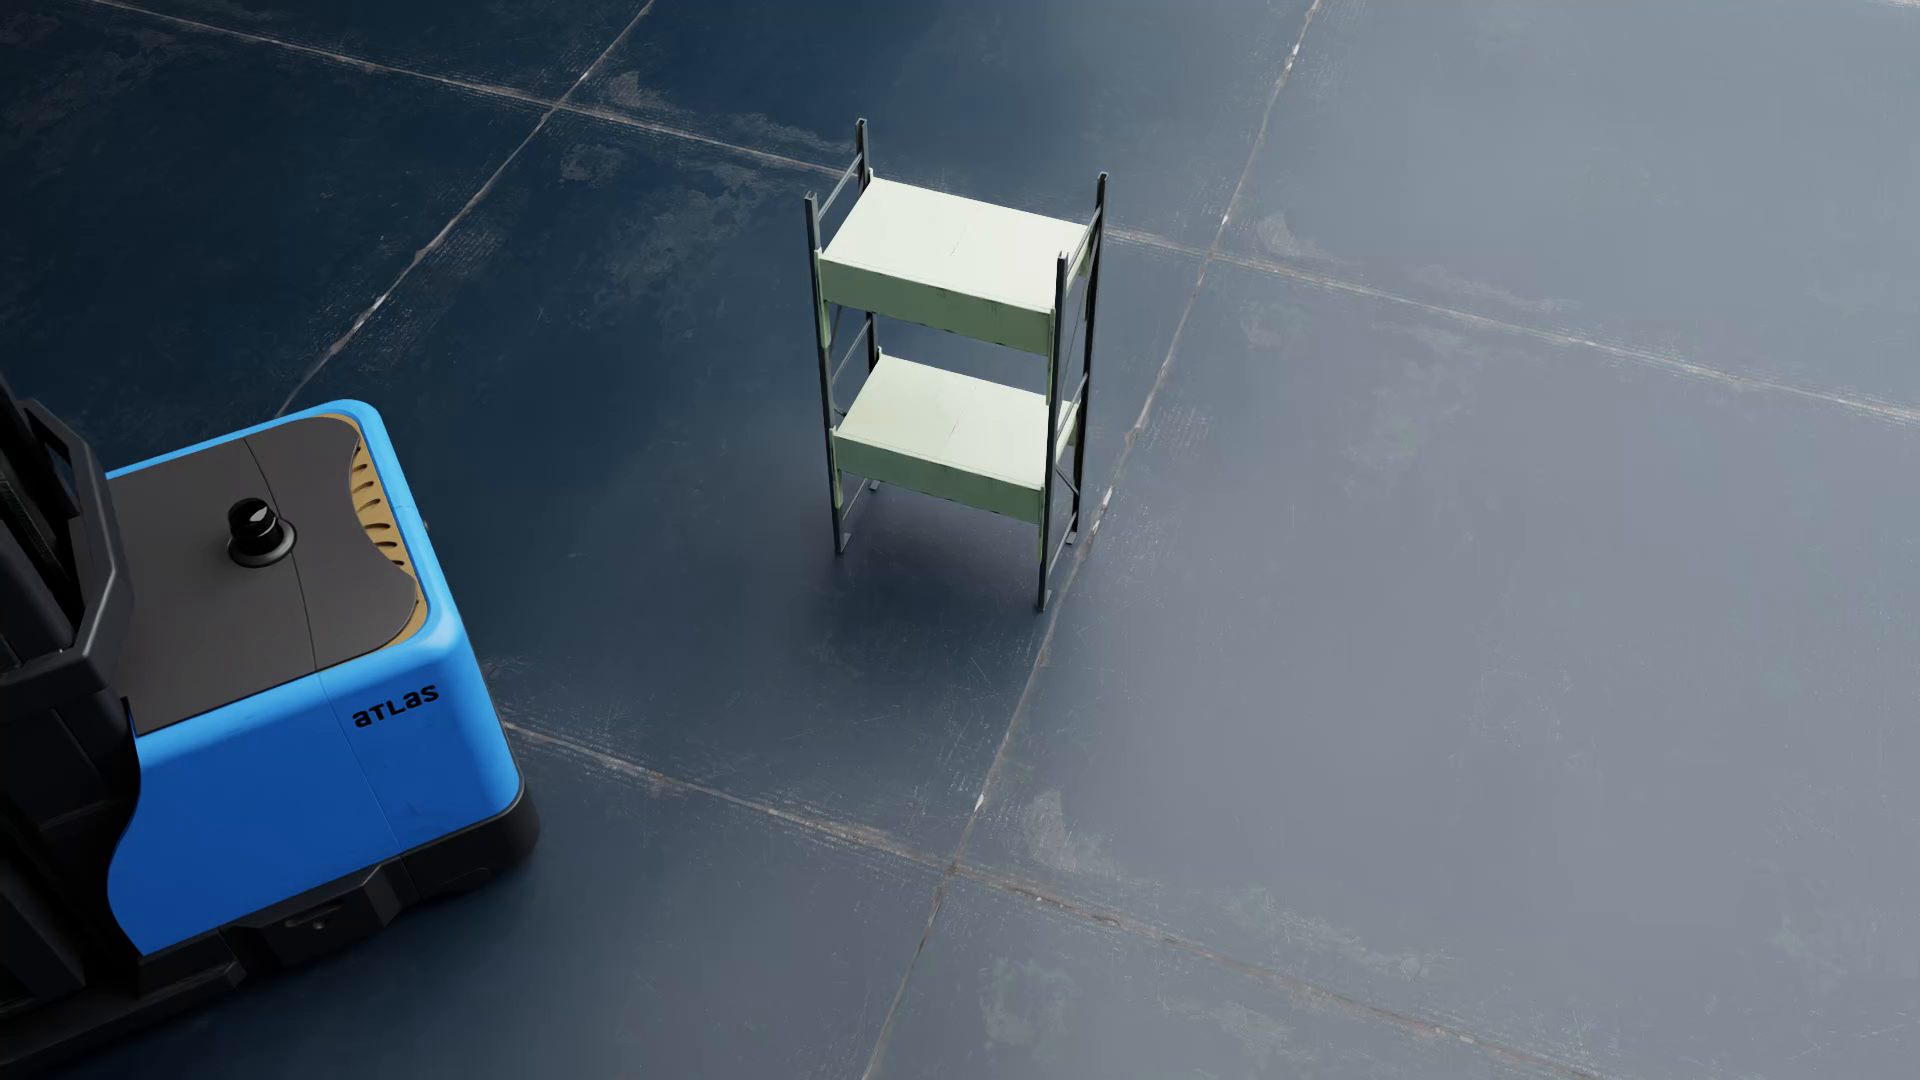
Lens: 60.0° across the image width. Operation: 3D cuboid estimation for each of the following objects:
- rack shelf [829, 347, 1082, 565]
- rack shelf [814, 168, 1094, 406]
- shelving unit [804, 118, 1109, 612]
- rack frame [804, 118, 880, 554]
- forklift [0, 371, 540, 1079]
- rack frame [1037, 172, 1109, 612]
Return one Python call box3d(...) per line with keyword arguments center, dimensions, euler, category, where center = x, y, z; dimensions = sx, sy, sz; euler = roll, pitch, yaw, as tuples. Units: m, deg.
box3d(center=(-0.006, -0.279, 5.431), dimensions=(0.720, 0.370, 0.431), euler=(16, 51, 13), category="rack shelf")
box3d(center=(-0.006, -0.749, 4.890), dimensions=(0.720, 0.370, 0.431), euler=(16, 51, 13), category="rack shelf")
box3d(center=(-0.006, -0.493, 5.185), dimensions=(0.755, 1.500, 0.431), euler=(16, 51, 13), category="shelving unit")
box3d(center=(-0.350, -0.589, 5.268), dimensions=(0.023, 1.500, 0.400), euler=(16, 51, 13), category="rack frame")
box3d(center=(-2.790, 0.154, 3.677), dimensions=(3.031, 2.935, 1.130), euler=(-21, 52, -17), category="forklift")
box3d(center=(0.337, -0.397, 5.102), dimensions=(0.023, 1.500, 0.400), euler=(16, 51, 13), category="rack frame")
